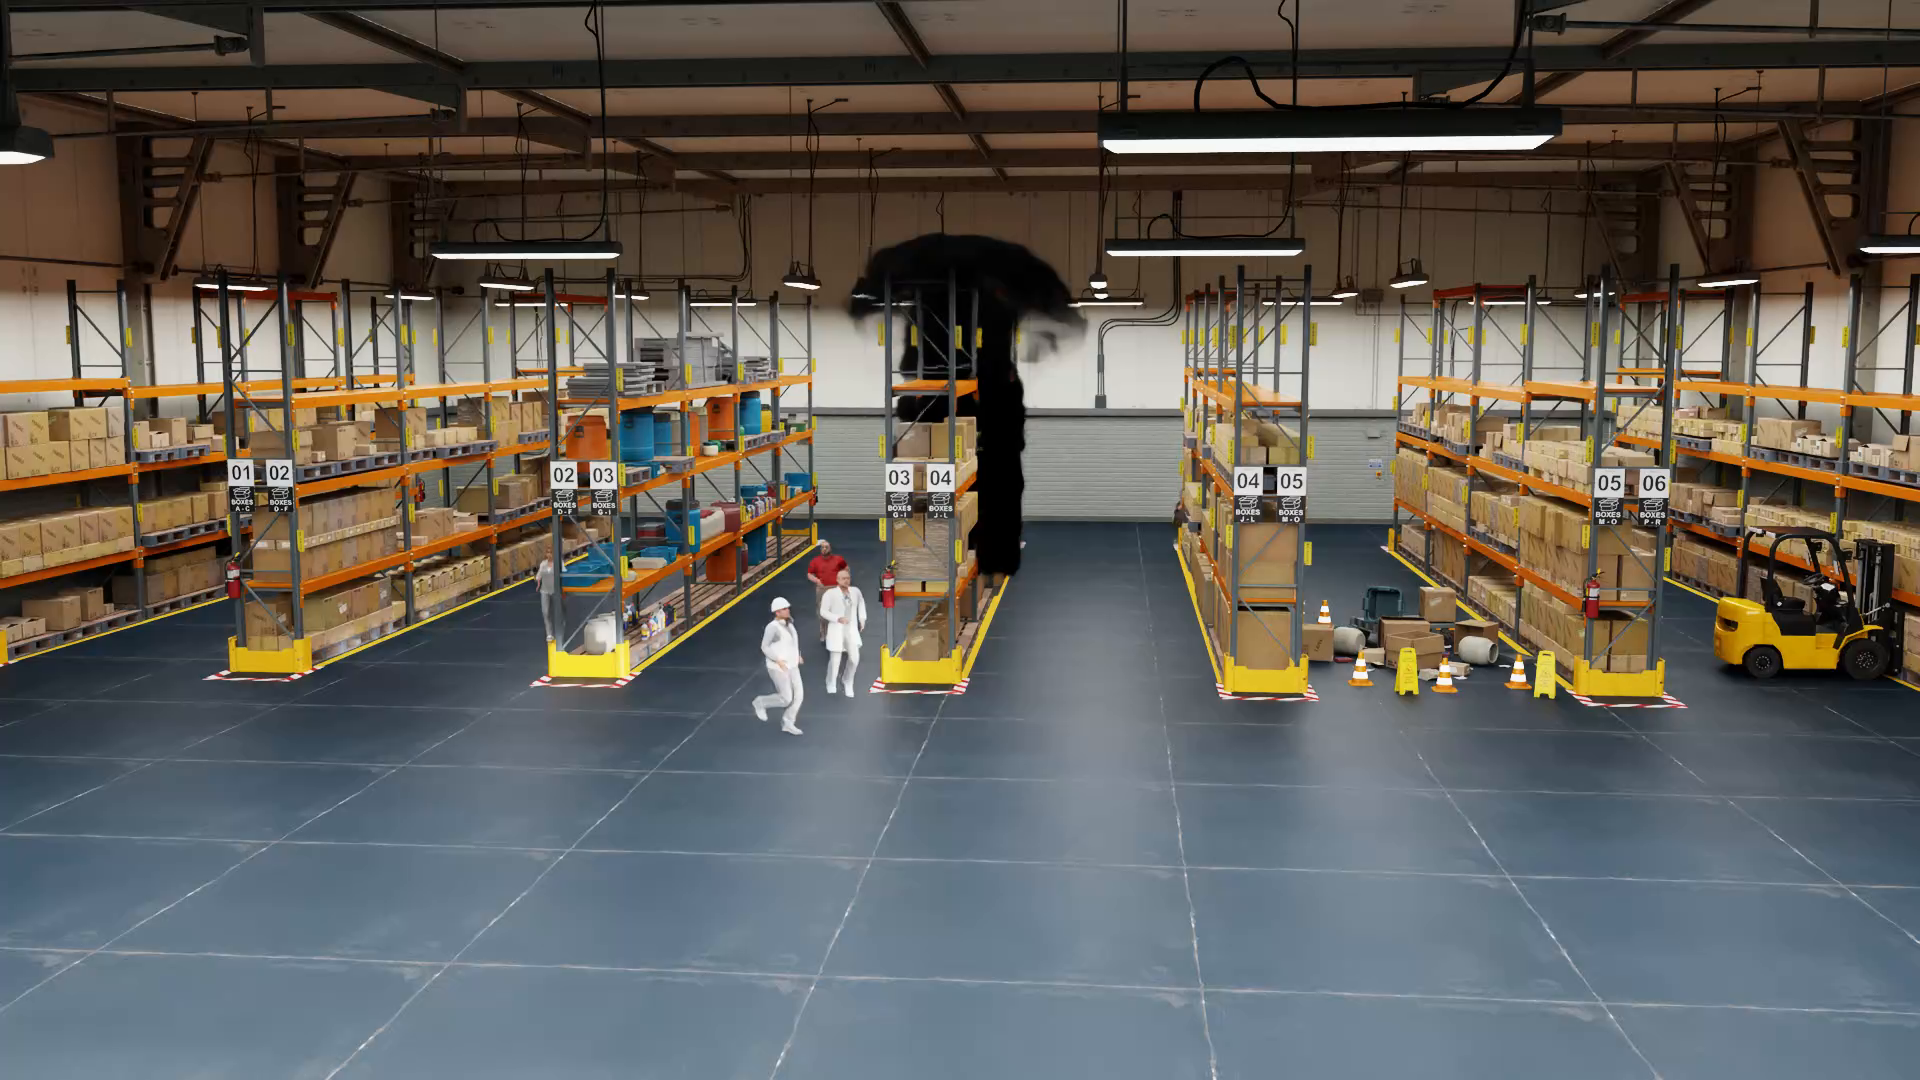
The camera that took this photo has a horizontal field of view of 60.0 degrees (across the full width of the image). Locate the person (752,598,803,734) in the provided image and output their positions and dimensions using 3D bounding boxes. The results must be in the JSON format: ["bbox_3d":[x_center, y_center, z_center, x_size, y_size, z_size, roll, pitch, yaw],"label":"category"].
[{"bbox_3d":[-2.298,1.594,21.159,0.674,1.740,0.645,4,8,28],"label":"person"}]

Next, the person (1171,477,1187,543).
[{"bbox_3d":[5.542,-0.755,40.563,0.677,1.737,0.756,-1,7,-5],"label":"person"}]

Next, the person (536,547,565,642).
[{"bbox_3d":[-6.788,0.880,27.638,0.541,1.552,0.666,0,7,1],"label":"person"}]

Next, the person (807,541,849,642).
[{"bbox_3d":[-2.153,0.894,27.049,0.665,1.766,0.709,0,7,1],"label":"person"}]

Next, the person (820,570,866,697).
[{"bbox_3d":[-1.613,1.326,23.270,0.739,1.822,0.746,-3,8,-24],"label":"person"}]
